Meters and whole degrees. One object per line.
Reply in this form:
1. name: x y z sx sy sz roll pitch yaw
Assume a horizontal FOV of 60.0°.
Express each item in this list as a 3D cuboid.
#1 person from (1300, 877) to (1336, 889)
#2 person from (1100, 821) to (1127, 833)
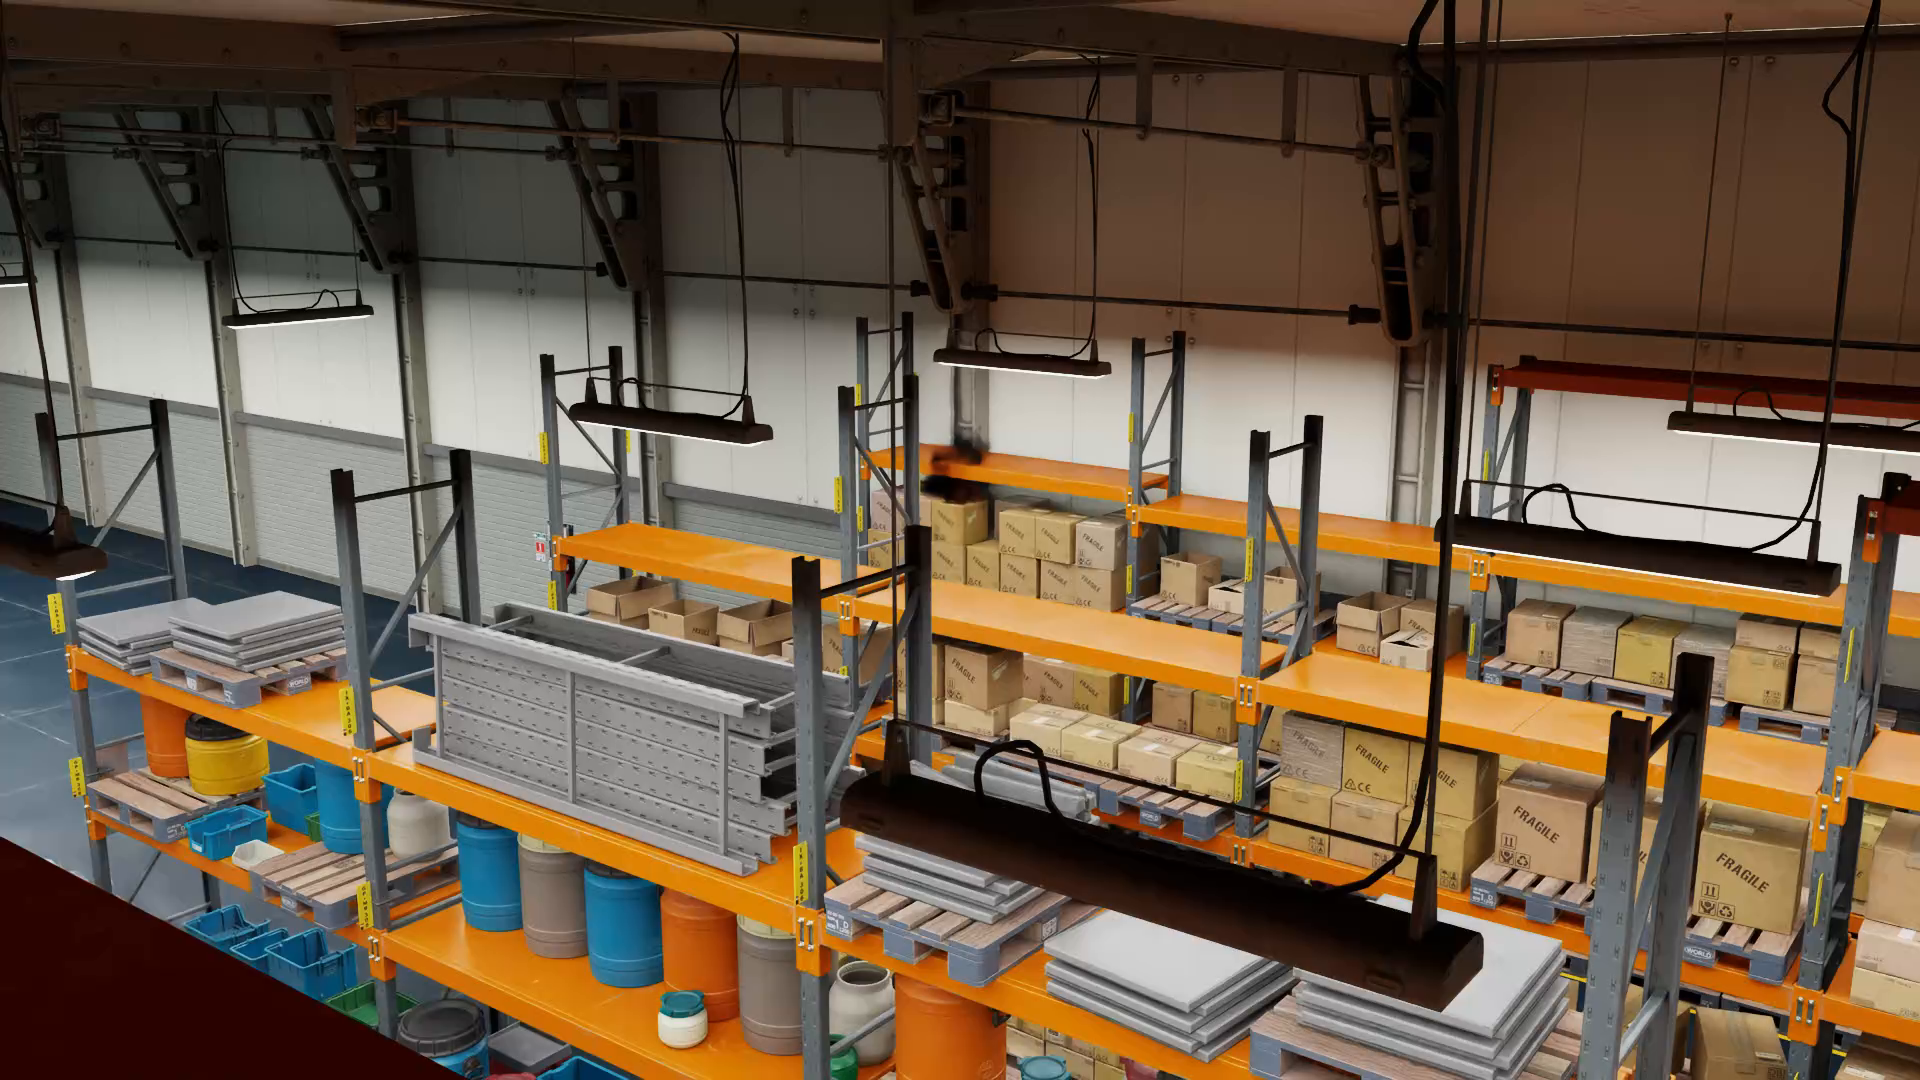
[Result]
1. person: 3.490 3.592 15.853 0.864 1.795 0.723 7 15 29
2. person: 1.509 3.225 17.339 0.933 1.583 0.662 6 14 25
